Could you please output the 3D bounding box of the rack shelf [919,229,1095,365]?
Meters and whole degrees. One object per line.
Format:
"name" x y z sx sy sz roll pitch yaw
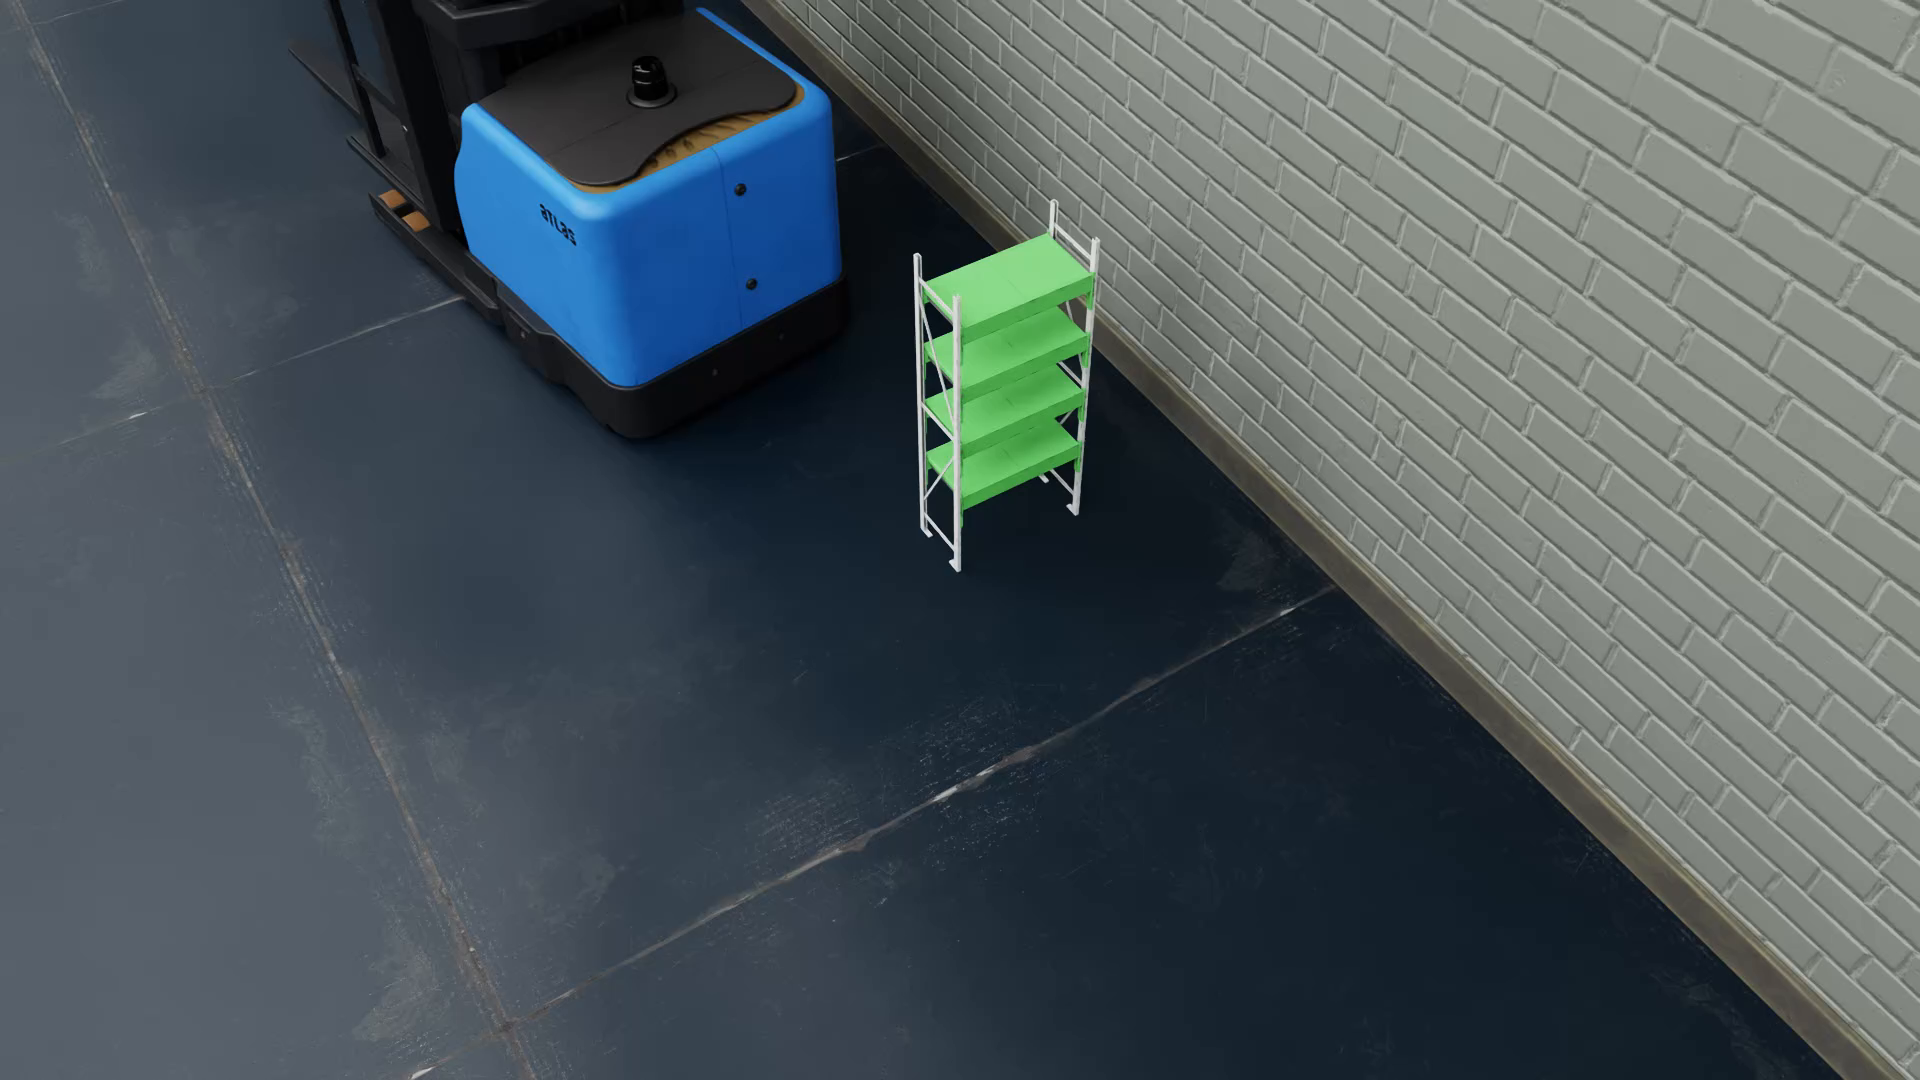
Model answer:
"rack shelf" 0.140 -0.742 5.050 0.480 0.148 0.258 -25 53 -21

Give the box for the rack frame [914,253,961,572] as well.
"rack frame" -0.066 -0.368 5.274 0.015 1.200 0.240 -25 53 -21

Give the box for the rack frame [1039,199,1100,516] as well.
"rack frame" 0.346 -0.562 5.447 0.015 1.200 0.240 -25 53 -21

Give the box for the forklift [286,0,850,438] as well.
"forklift" -1.771 -2.368 5.896 1.130 2.935 3.031 -33 56 -26

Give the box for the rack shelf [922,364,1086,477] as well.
"rack shelf" 0.140 -0.422 5.408 0.480 0.148 0.258 -25 53 -21

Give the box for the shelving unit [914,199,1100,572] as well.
"shelving unit" 0.140 -0.465 5.361 0.503 1.200 0.258 -25 53 -21

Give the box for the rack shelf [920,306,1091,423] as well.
"rack shelf" 0.140 -0.582 5.229 0.480 0.148 0.258 -25 53 -21

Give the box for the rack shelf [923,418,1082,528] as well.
"rack shelf" 0.140 -0.263 5.588 0.480 0.148 0.258 -25 53 -21
